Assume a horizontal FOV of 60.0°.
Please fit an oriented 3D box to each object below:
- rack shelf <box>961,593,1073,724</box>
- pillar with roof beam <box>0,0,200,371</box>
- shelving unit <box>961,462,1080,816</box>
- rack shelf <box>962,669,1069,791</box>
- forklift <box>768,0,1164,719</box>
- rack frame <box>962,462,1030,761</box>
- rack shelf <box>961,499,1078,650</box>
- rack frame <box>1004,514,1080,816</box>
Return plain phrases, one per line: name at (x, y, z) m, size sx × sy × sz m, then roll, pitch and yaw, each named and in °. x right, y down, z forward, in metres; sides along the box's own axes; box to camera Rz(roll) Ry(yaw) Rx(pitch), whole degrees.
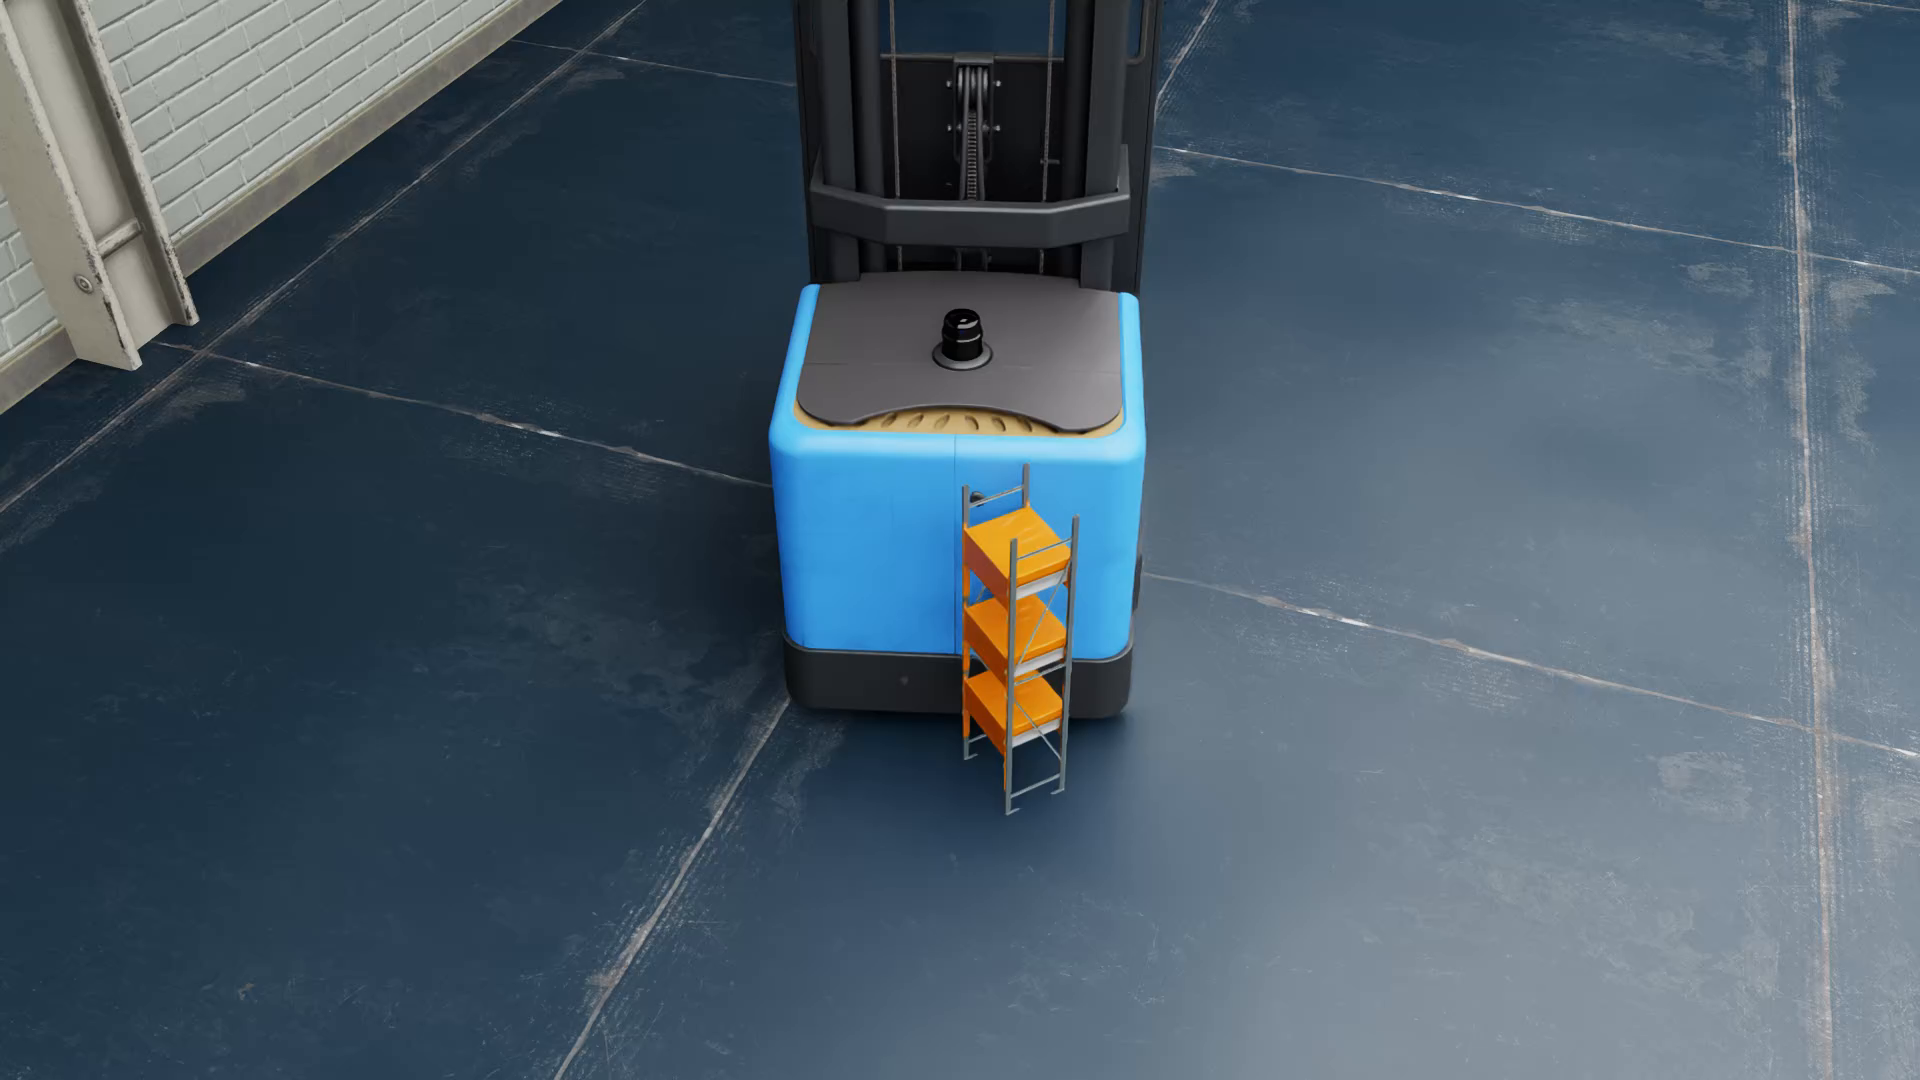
rack shelf at (0.156, 0.306, 4.598) m, size 0.215 × 0.259 × 0.240 m, roll -20°, pitch 44°, yaw -22°
pillar with roof beam at (0.723, -3.286, 2.668) m, size 9.100 × 9.000 × 0.400 m, roll 13°, pitch 42°, yaw 15°
shelving unit at (0.156, 0.298, 4.591) m, size 0.215 × 1.050 × 0.252 m, roll -20°, pitch 44°, yaw -22°
rack shelf at (0.157, 0.517, 4.779) m, size 0.215 × 0.259 × 0.240 m, roll -20°, pitch 44°, yaw -22°
forklift at (0.064, -1.517, 5.270) m, size 1.130 × 2.935 × 3.031 m, roll 2°, pitch 41°, yaw 2°
rack frame at (0.096, 0.229, 4.672) m, size 0.200 × 1.050 × 0.008 m, roll -20°, pitch 44°, yaw -22°
rack shelf at (0.155, 0.090, 4.414) m, size 0.215 × 0.259 × 0.240 m, roll -20°, pitch 44°, yaw -22°
rack frame at (0.216, 0.367, 4.510) m, size 0.200 × 1.050 × 0.008 m, roll -20°, pitch 44°, yaw -22°
